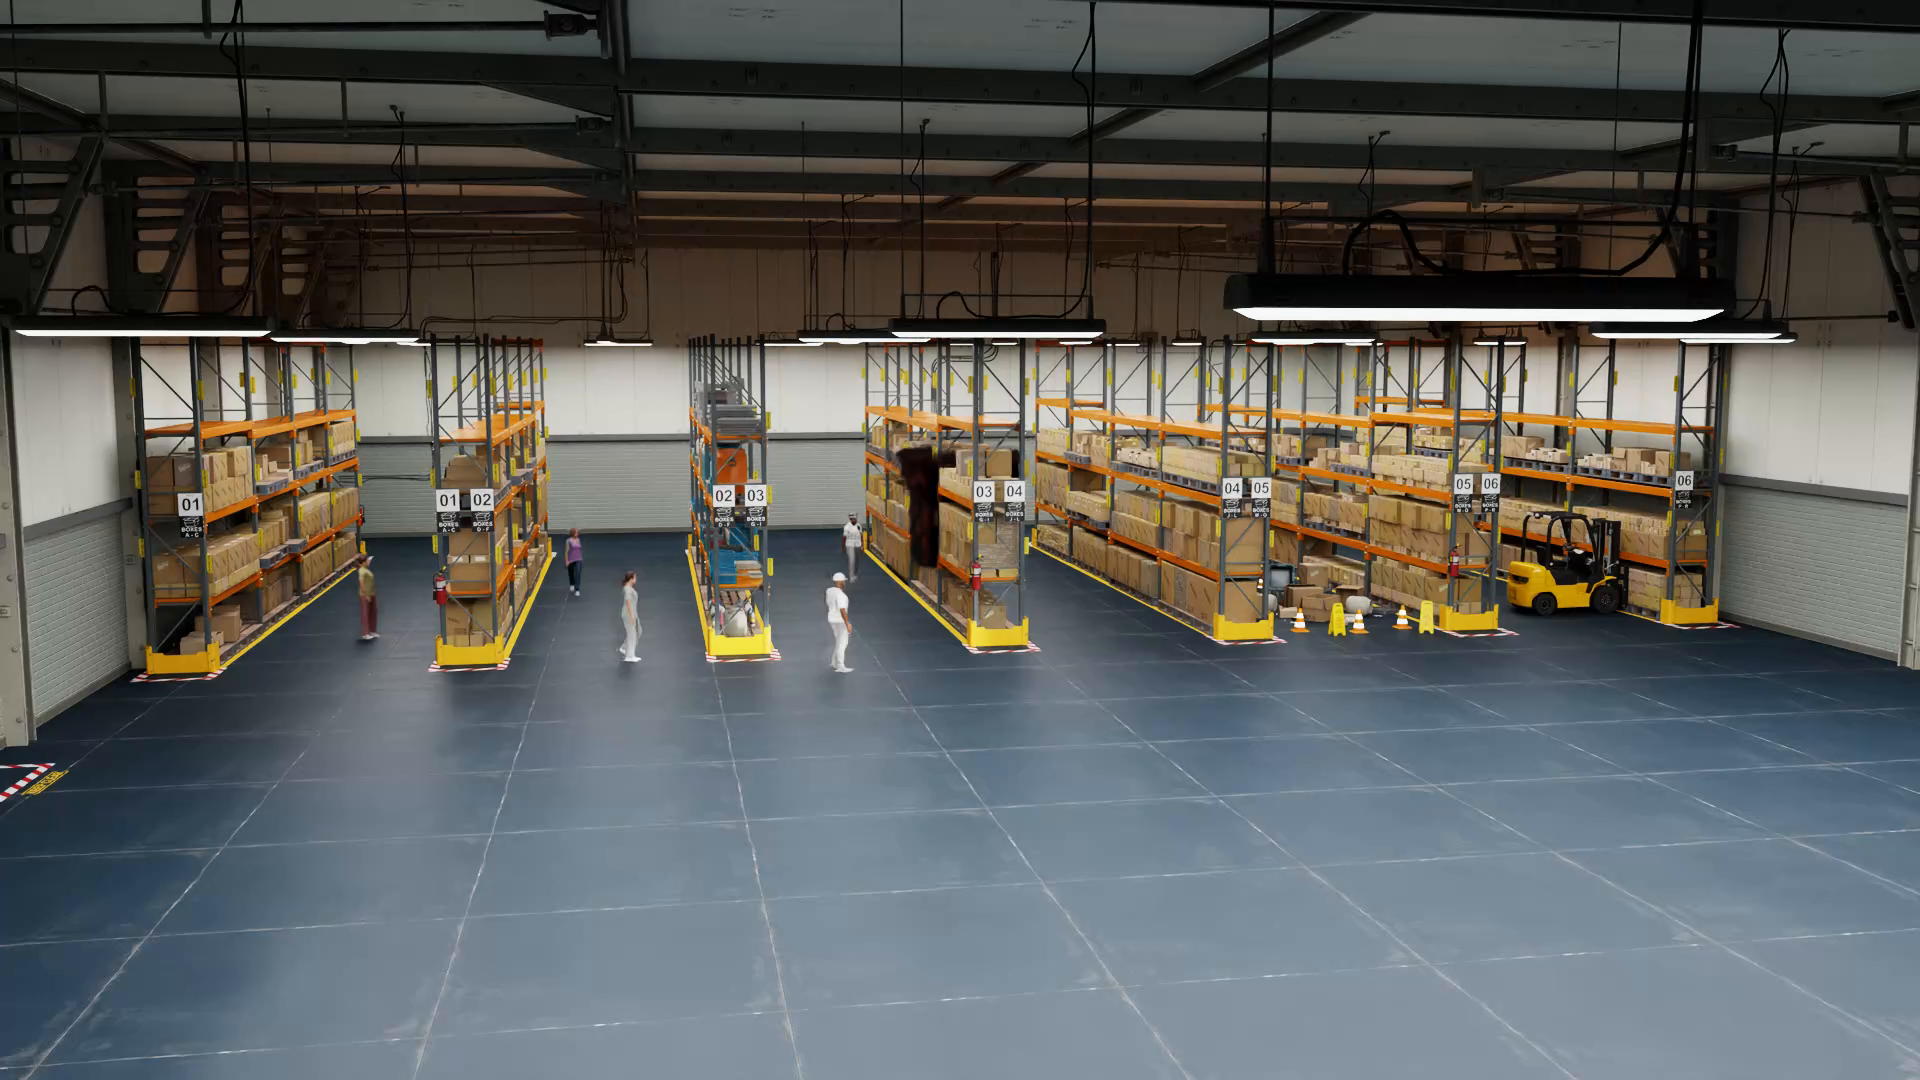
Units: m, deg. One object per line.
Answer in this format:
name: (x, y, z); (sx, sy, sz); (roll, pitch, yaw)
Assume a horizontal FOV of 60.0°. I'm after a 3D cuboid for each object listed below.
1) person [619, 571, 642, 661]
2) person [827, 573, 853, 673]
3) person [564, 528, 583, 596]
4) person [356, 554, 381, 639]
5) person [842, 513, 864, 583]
person: (-6.117, 1.396, 30.658); (0.474, 1.671, 0.533); (0, 7, 4)
person: (-2.137, 1.485, 29.604); (0.432, 1.811, 0.578); (-1, 7, -12)
person: (-9.042, 0.489, 38.917); (0.413, 1.561, 0.816); (-2, 7, -14)
person: (-11.739, 1.128, 33.005); (0.407, 1.718, 0.578); (2, 7, 18)
person: (-2.522, 0.163, 39.058); (0.510, 1.640, 0.921); (-2, 7, -15)
